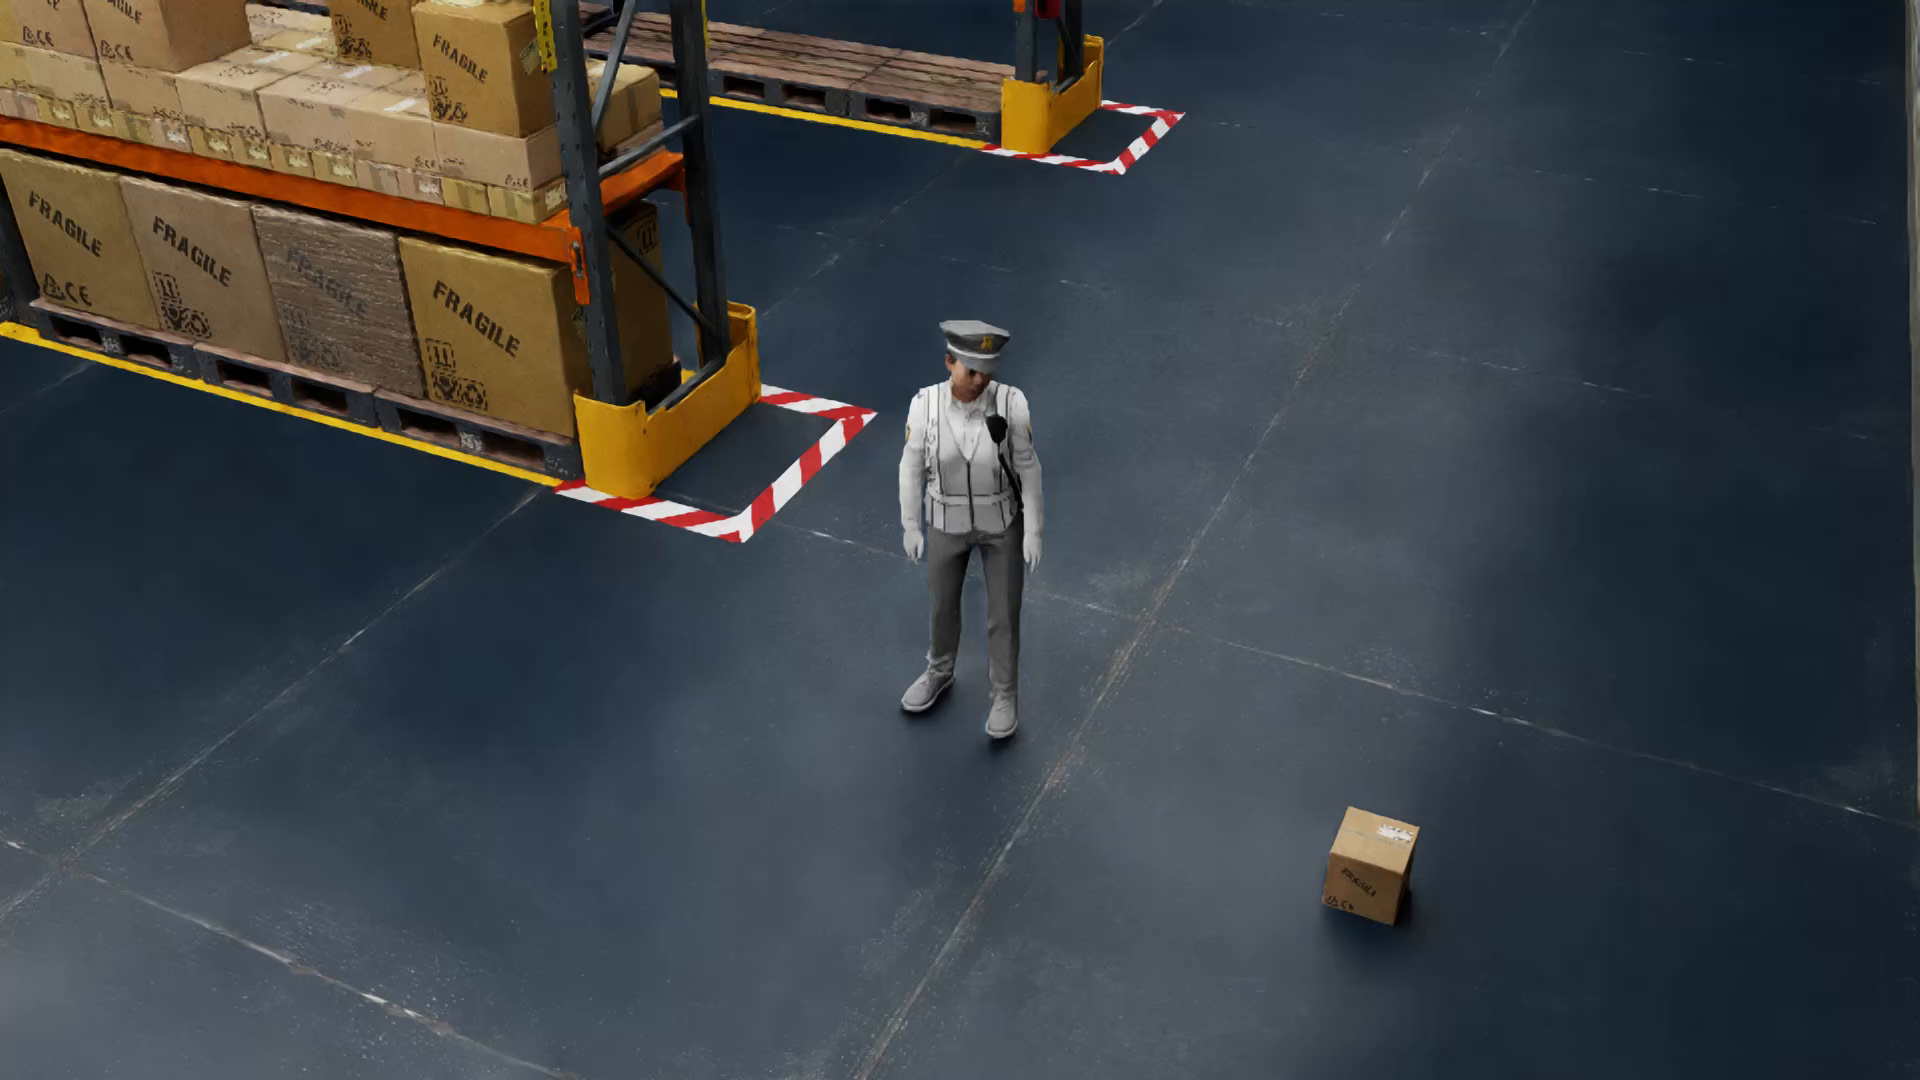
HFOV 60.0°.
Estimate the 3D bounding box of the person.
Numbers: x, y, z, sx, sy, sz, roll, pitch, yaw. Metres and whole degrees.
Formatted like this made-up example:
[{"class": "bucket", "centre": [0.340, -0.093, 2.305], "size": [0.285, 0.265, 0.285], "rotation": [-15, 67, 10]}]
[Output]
[{"class": "person", "centre": [0.038, -0.026, 6.120], "size": [0.540, 1.686, 0.430], "rotation": [3, 34, 4]}]
